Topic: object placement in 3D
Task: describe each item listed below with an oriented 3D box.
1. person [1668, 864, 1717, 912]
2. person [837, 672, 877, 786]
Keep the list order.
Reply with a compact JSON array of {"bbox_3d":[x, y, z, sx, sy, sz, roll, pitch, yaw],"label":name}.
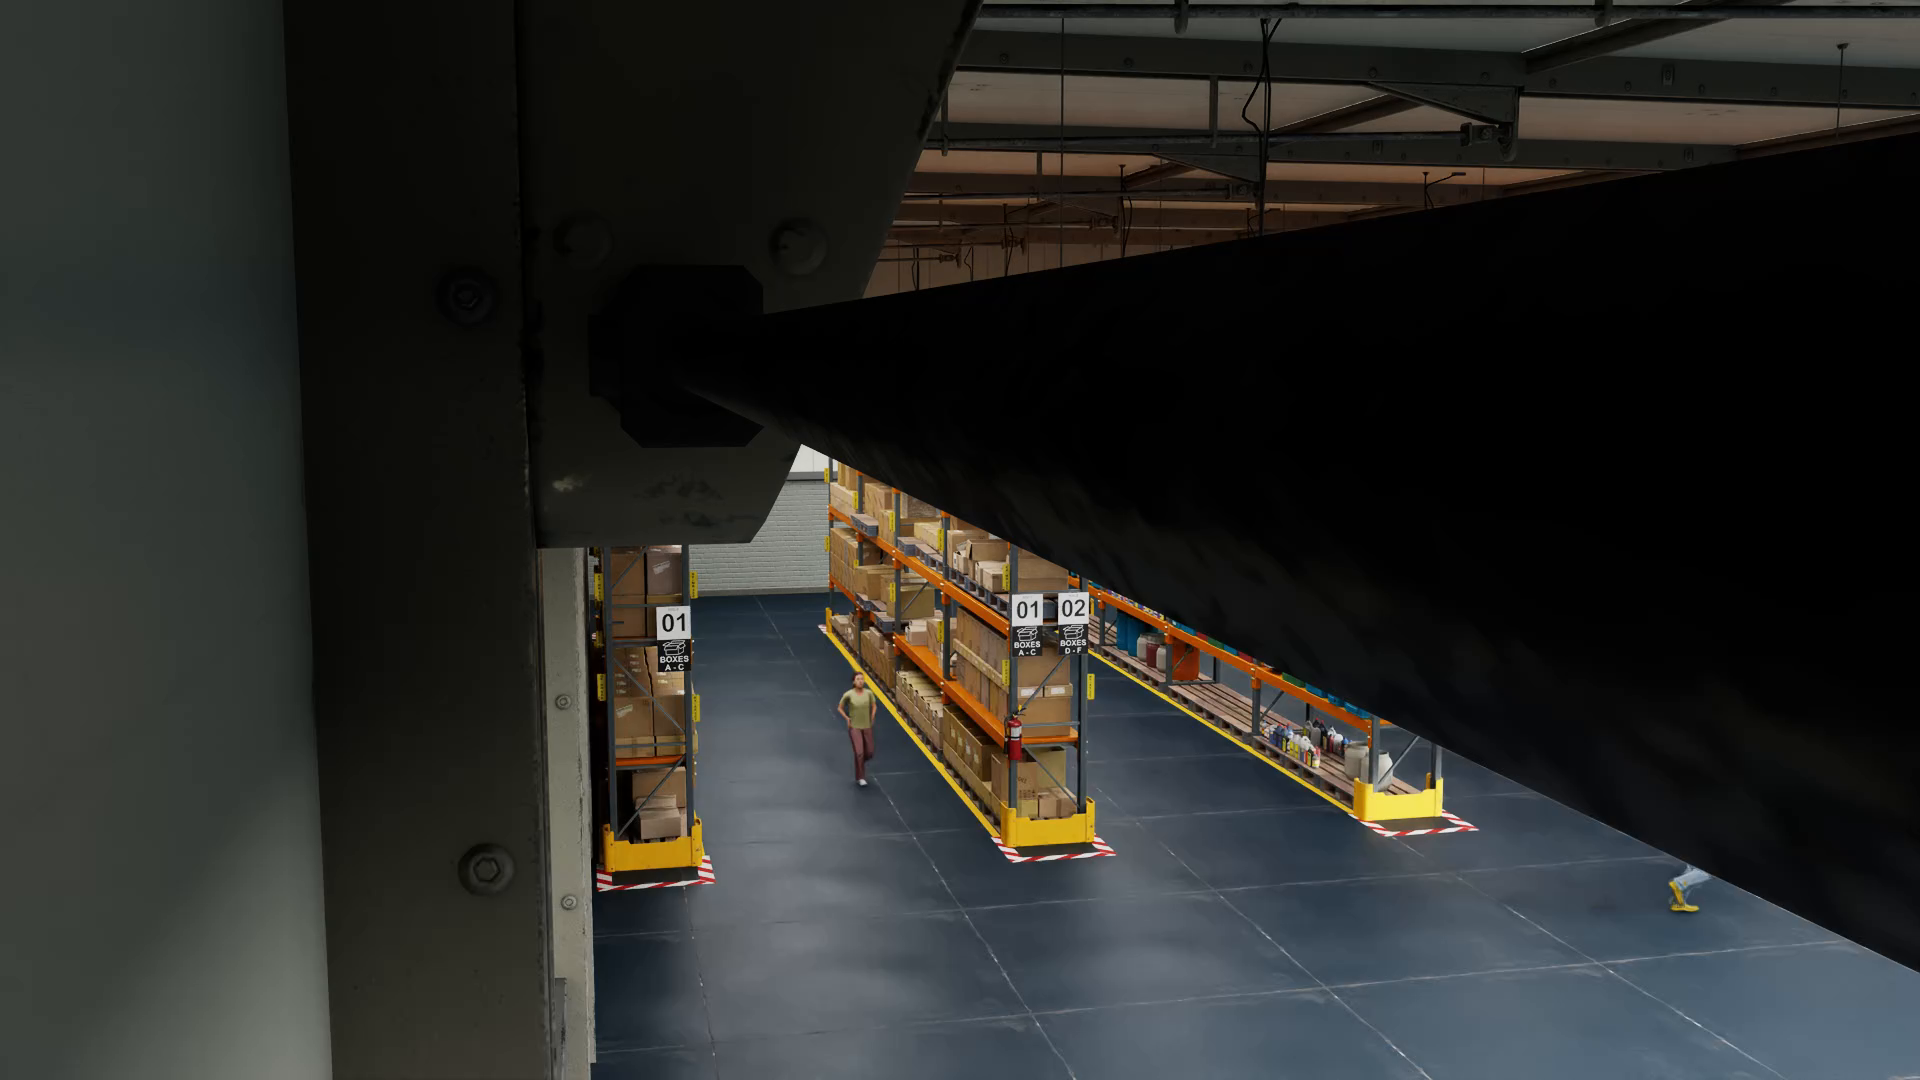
[{"bbox_3d":[8.186,3.295,18.451,0.621,1.710,0.690,1,7,8],"label":"person"},{"bbox_3d":[-1.465,2.688,23.934,0.580,1.620,0.625,-2,7,-19],"label":"person"}]
